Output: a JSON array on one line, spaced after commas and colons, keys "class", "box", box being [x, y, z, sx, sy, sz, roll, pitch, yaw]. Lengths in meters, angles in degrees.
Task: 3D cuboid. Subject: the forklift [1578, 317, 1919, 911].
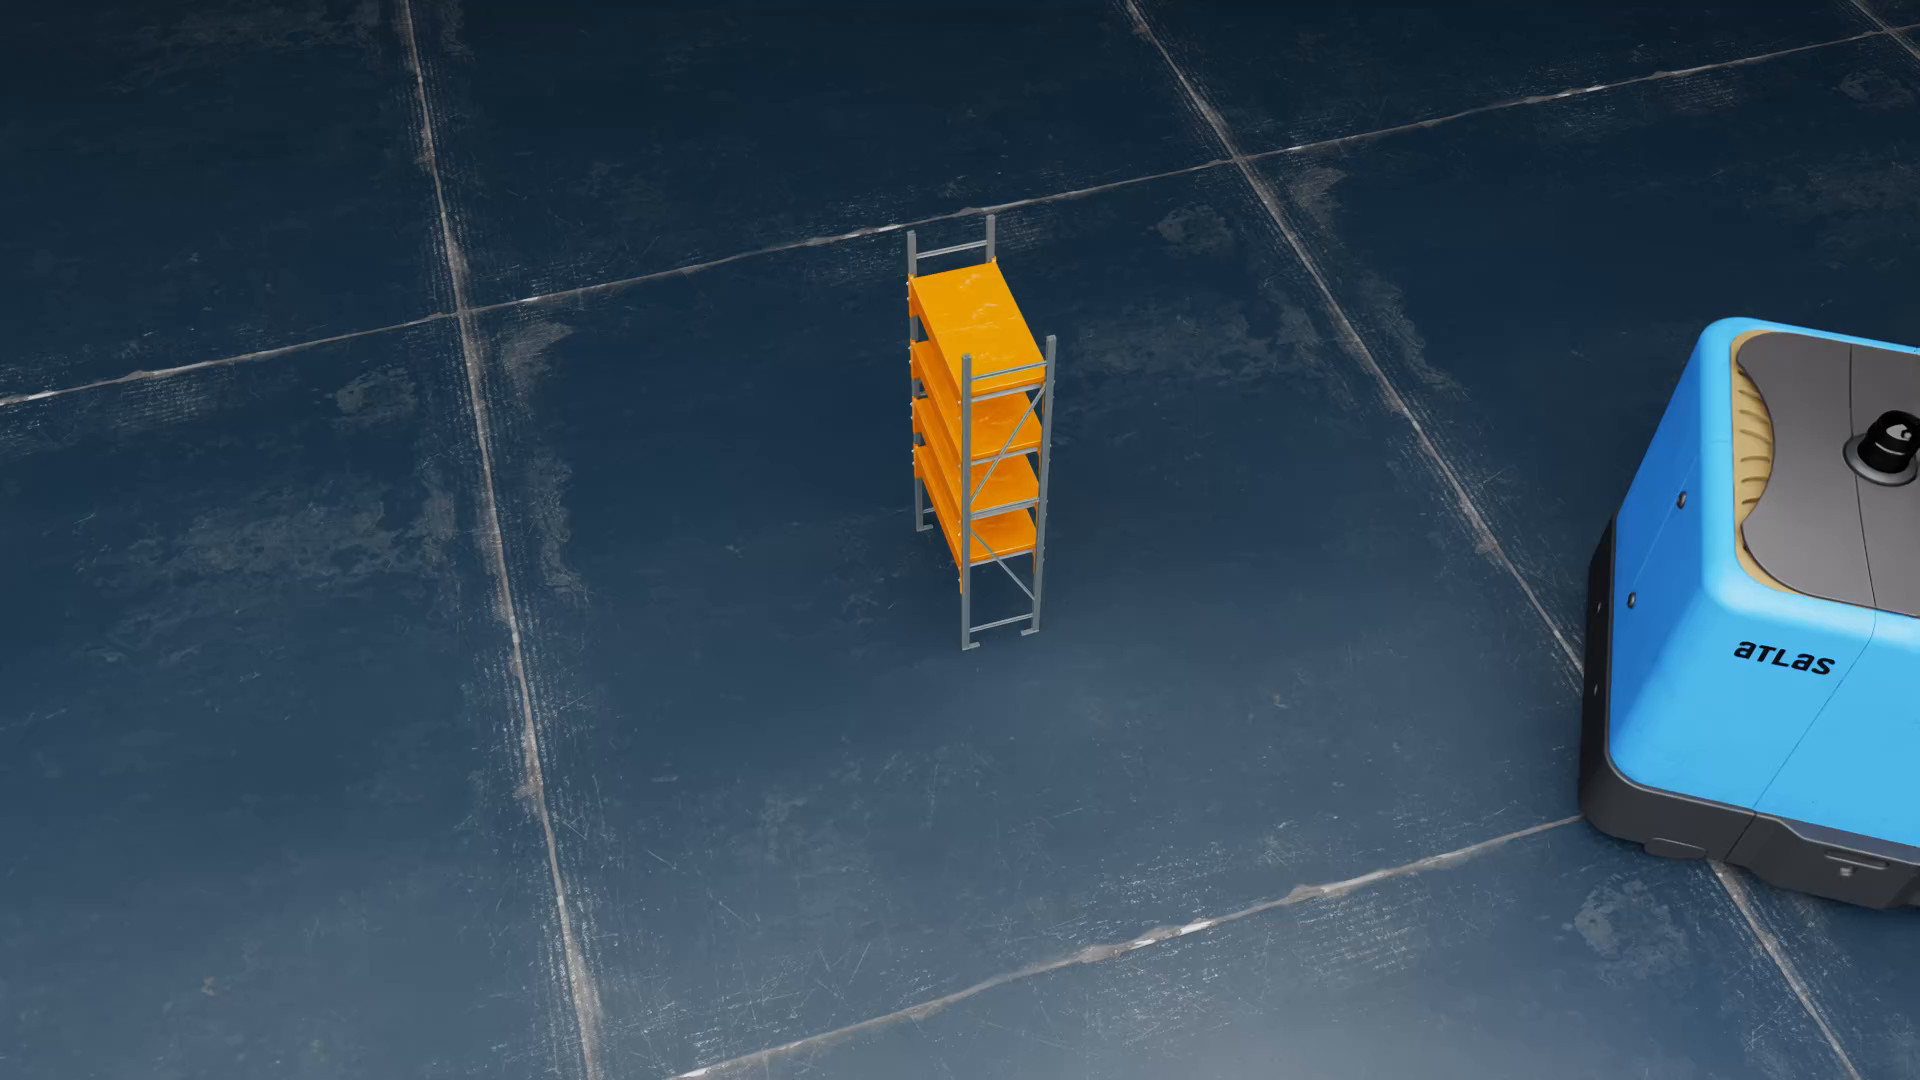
[{"class": "forklift", "box": [3.268, -0.191, 3.494, 3.031, 2.935, 1.130, 12, 51, 10]}]

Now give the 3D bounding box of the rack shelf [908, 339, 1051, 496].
[{"class": "rack shelf", "box": [0.049, -0.367, 4.570, 0.258, 0.148, 0.480, -13, 51, -11]}]

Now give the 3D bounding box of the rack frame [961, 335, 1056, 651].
[{"class": "rack frame", "box": [0.121, -0.088, 4.539, 0.240, 1.200, 0.015, -13, 51, -11]}]

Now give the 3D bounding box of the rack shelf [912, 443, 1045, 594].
[{"class": "rack shelf", "box": [0.049, -0.094, 4.893, 0.258, 0.148, 0.480, -13, 51, -11]}]

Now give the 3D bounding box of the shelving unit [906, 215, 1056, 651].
[{"class": "shelving unit", "box": [0.049, -0.266, 4.689, 0.258, 1.200, 0.503, -13, 51, -11]}]

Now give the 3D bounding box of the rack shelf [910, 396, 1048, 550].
[{"class": "rack shelf", "box": [0.049, -0.222, 4.741, 0.258, 0.148, 0.480, -13, 51, -11]}]

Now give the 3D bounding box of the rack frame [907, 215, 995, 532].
[{"class": "rack frame", "box": [-0.023, -0.444, 4.840, 0.240, 1.200, 0.015, -13, 51, -11]}]

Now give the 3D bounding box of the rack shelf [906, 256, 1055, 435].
[{"class": "rack shelf", "box": [0.049, -0.519, 4.389, 0.258, 0.148, 0.480, -13, 51, -11]}]
